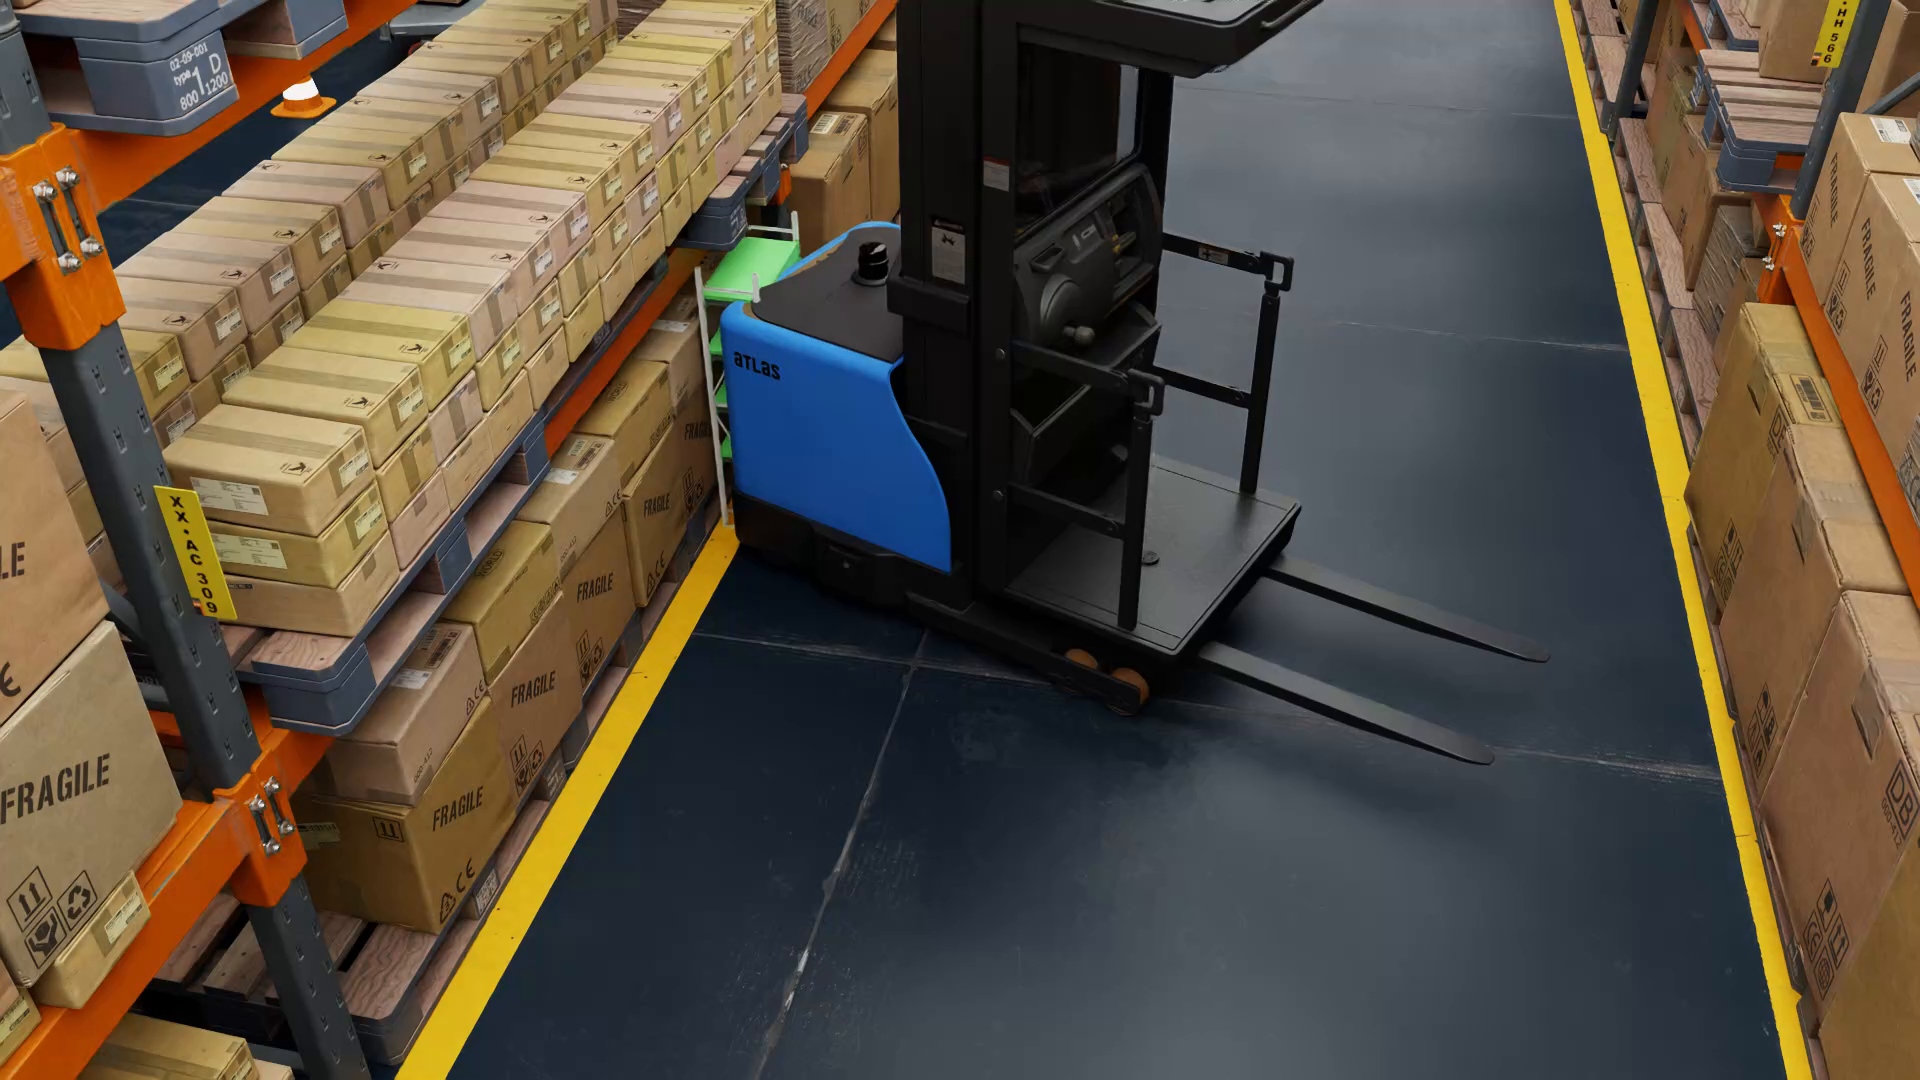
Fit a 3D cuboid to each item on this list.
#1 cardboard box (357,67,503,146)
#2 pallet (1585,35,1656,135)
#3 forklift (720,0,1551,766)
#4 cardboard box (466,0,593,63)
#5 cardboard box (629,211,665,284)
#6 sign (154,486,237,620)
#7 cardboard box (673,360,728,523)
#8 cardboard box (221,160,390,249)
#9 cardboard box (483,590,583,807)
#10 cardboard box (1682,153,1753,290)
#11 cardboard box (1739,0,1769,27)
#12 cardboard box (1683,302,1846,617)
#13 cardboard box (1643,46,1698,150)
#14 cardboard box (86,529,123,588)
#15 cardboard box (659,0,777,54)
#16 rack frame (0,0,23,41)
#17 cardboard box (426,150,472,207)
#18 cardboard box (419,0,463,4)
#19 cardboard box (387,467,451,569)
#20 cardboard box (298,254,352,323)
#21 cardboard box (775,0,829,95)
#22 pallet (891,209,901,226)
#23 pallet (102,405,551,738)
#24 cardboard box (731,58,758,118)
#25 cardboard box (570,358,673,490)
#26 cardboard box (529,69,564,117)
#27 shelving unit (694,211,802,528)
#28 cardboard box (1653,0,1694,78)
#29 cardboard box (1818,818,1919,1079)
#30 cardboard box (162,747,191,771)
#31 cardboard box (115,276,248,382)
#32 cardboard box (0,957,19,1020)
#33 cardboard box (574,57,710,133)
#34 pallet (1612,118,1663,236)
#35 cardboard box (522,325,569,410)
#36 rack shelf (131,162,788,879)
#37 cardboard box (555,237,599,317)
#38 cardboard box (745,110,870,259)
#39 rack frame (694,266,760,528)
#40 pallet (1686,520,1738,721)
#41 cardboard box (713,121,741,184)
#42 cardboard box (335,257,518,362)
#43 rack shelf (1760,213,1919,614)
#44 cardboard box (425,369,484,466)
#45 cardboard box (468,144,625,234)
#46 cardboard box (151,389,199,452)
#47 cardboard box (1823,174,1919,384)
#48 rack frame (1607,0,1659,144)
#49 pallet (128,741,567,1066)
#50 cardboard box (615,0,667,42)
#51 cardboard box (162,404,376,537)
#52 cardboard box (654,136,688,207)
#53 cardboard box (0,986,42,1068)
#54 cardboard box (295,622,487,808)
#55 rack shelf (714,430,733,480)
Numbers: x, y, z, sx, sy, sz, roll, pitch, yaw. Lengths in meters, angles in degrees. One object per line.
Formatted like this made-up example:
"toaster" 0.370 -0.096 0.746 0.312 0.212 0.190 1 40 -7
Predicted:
"cardboard box" -1.761 -1.444 5.535 0.380 0.149 0.250 9 37 12
"pallet" 4.539 -2.851 10.503 1.003 0.211 1.213 7 37 10
"forklift" 0.617 -0.924 5.527 3.031 2.935 1.130 21 41 26
"cardboard box" -1.591 -1.891 6.152 0.380 0.149 0.250 6 36 9
"cardboard box" -1.184 -0.970 5.388 0.380 0.149 0.250 8 37 11
"sign" -1.571 0.030 3.415 0.100 0.325 0.005 7 37 10
"cardboard box" -1.248 -0.427 6.556 0.500 0.500 0.500 9 37 12
"cardboard box" -1.929 -0.994 4.915 0.380 0.149 0.250 6 36 8
"cardboard box" -1.575 0.465 5.325 0.500 0.500 0.500 9 37 12
"cardboard box" 3.919 -1.495 8.012 0.700 0.500 0.500 10 37 14
"cardboard box" 3.668 -2.403 7.266 0.396 0.266 0.258 6 36 9
"cardboard box" 3.408 -0.214 5.942 1.225 0.875 0.875 6 36 8
"cardboard box" 4.278 -2.407 9.270 0.700 0.500 0.500 5 36 6
"cardboard box" -2.211 -0.004 4.056 0.380 0.149 0.250 7 36 9
"cardboard box" -0.905 -1.947 6.230 0.380 0.149 0.250 6 36 8
"rack frame" -2.103 -2.113 1.997 1.000 3.000 0.127 7 37 10
"cardboard box" -1.822 -1.175 5.418 0.380 0.149 0.250 7 37 10
"cardboard box" -3.506 -3.921 11.089 0.500 0.500 0.500 7 37 10
"cardboard box" -1.516 -0.080 4.160 0.380 0.149 0.250 8 37 11
"cardboard box" -1.989 -0.725 4.796 0.380 0.149 0.250 6 36 8
"cardboard box" -0.889 -2.241 7.200 0.500 0.500 0.500 8 37 10
"pallet" -0.744 -1.988 9.312 1.003 0.211 1.213 7 37 10
"pallet" -1.798 -0.026 4.393 1.003 0.211 1.213 7 37 10
"cardboard box" -0.965 -1.672 6.104 0.380 0.149 0.250 9 37 12
"cardboard box" -1.360 -0.433 5.925 0.500 0.250 0.500 8 37 11
"cardboard box" -1.658 -1.604 6.010 0.380 0.149 0.250 6 36 9
"shelving unit" -0.799 -0.660 6.615 0.258 1.200 0.503 8 39 10
"cardboard box" 4.554 -2.973 10.067 0.500 0.500 0.500 6 36 9
"cardboard box" 2.838 1.317 3.830 1.225 0.875 0.875 7 37 10
"cardboard box" -2.191 0.396 4.780 0.500 0.250 0.500 6 36 9
"cardboard box" -2.094 -0.549 4.301 0.380 0.149 0.250 6 36 8
"cardboard box" -2.042 0.766 2.799 0.500 0.500 0.500 6 36 9
"cardboard box" -1.071 -1.500 5.613 0.380 0.149 0.250 8 37 11
"pallet" 4.265 -2.015 9.350 1.003 0.211 1.213 7 37 10
"cardboard box" -1.350 -0.512 4.757 0.380 0.149 0.250 6 36 8
"rack shelf" -1.676 -0.539 5.550 1.077 0.370 4.000 7 37 10
"cardboard box" -1.294 -0.793 4.891 0.380 0.149 0.250 7 36 9
"cardboard box" -1.031 -1.574 7.924 1.050 0.750 0.750 7 36 9
"rack frame" -0.853 -0.512 6.429 0.240 1.200 0.015 8 39 10
"pallet" 3.333 0.275 6.191 1.003 0.211 1.213 7 37 10
"cardboard box" -1.014 -1.415 6.002 0.380 0.149 0.250 8 37 11
"cardboard box" -1.403 -0.611 4.386 0.380 0.149 0.250 7 36 9
"rack shelf" 3.148 0.141 4.613 1.077 0.370 4.000 7 37 10
"cardboard box" -1.461 -0.337 4.262 0.380 0.149 0.250 8 37 11
"cardboard box" -1.240 -1.057 5.002 0.380 0.149 0.250 8 37 11
"cardboard box" -2.156 -0.276 4.178 0.380 0.149 0.250 8 37 10
"cardboard box" 3.098 -0.797 5.209 0.500 0.500 0.500 6 36 9
"rack frame" 4.430 -3.590 9.148 1.000 3.000 0.127 7 37 10
"pallet" -1.938 0.999 5.192 1.003 0.211 1.213 7 37 10
"cardboard box" -1.415 -2.309 7.295 0.500 0.500 0.500 7 37 10
"cardboard box" -1.569 -0.161 3.765 0.380 0.149 0.250 9 37 12
"cardboard box" -1.128 -1.235 5.501 0.380 0.149 0.250 7 37 10
"cardboard box" -1.999 0.918 3.141 0.380 0.149 0.250 9 37 12
"cardboard box" -1.687 0.464 4.686 0.500 0.250 0.500 6 36 8
"rack shelf" -0.799 -0.423 6.805 0.258 0.148 0.480 8 39 10
